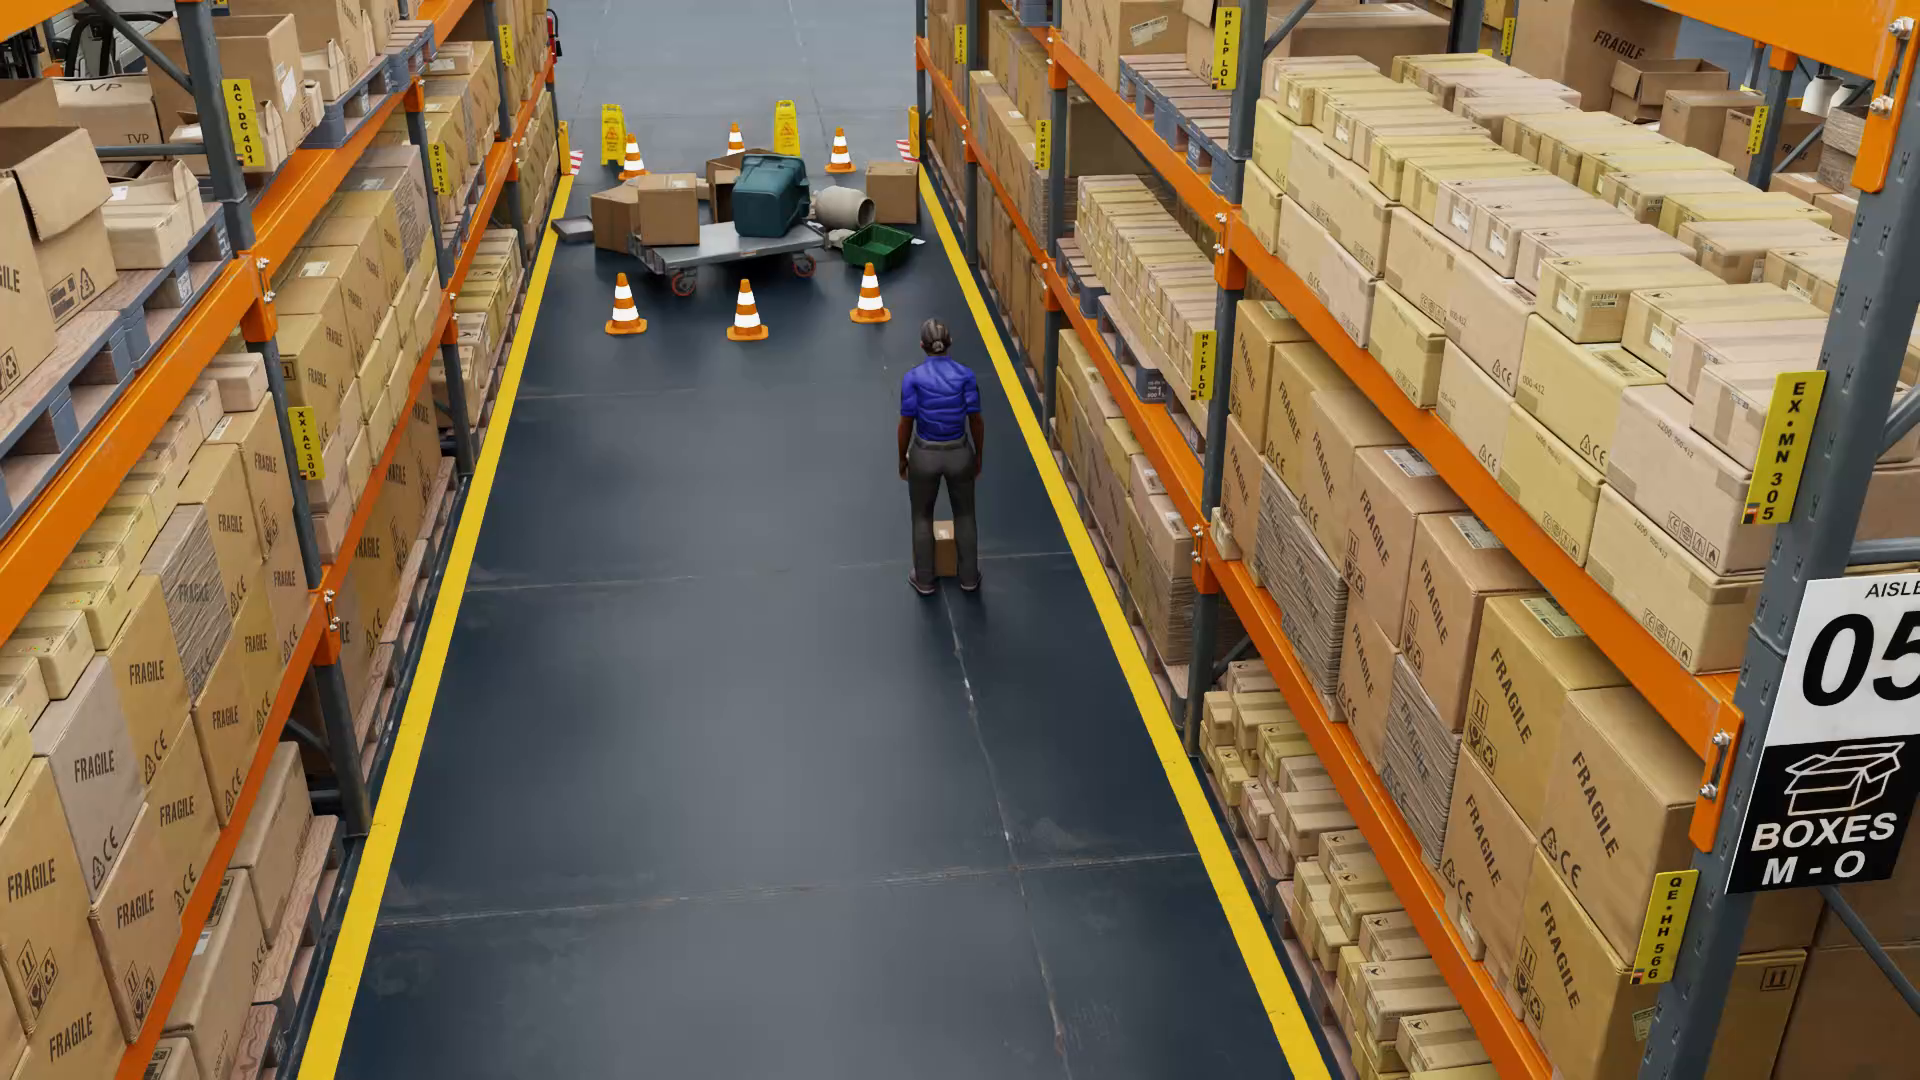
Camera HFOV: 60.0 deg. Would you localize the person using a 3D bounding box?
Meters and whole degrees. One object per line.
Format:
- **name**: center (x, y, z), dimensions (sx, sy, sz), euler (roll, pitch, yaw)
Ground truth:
- **person**: center (-0.106, -0.465, 9.523), dimensions (0.504, 1.655, 0.349), euler (-4, 28, -7)
